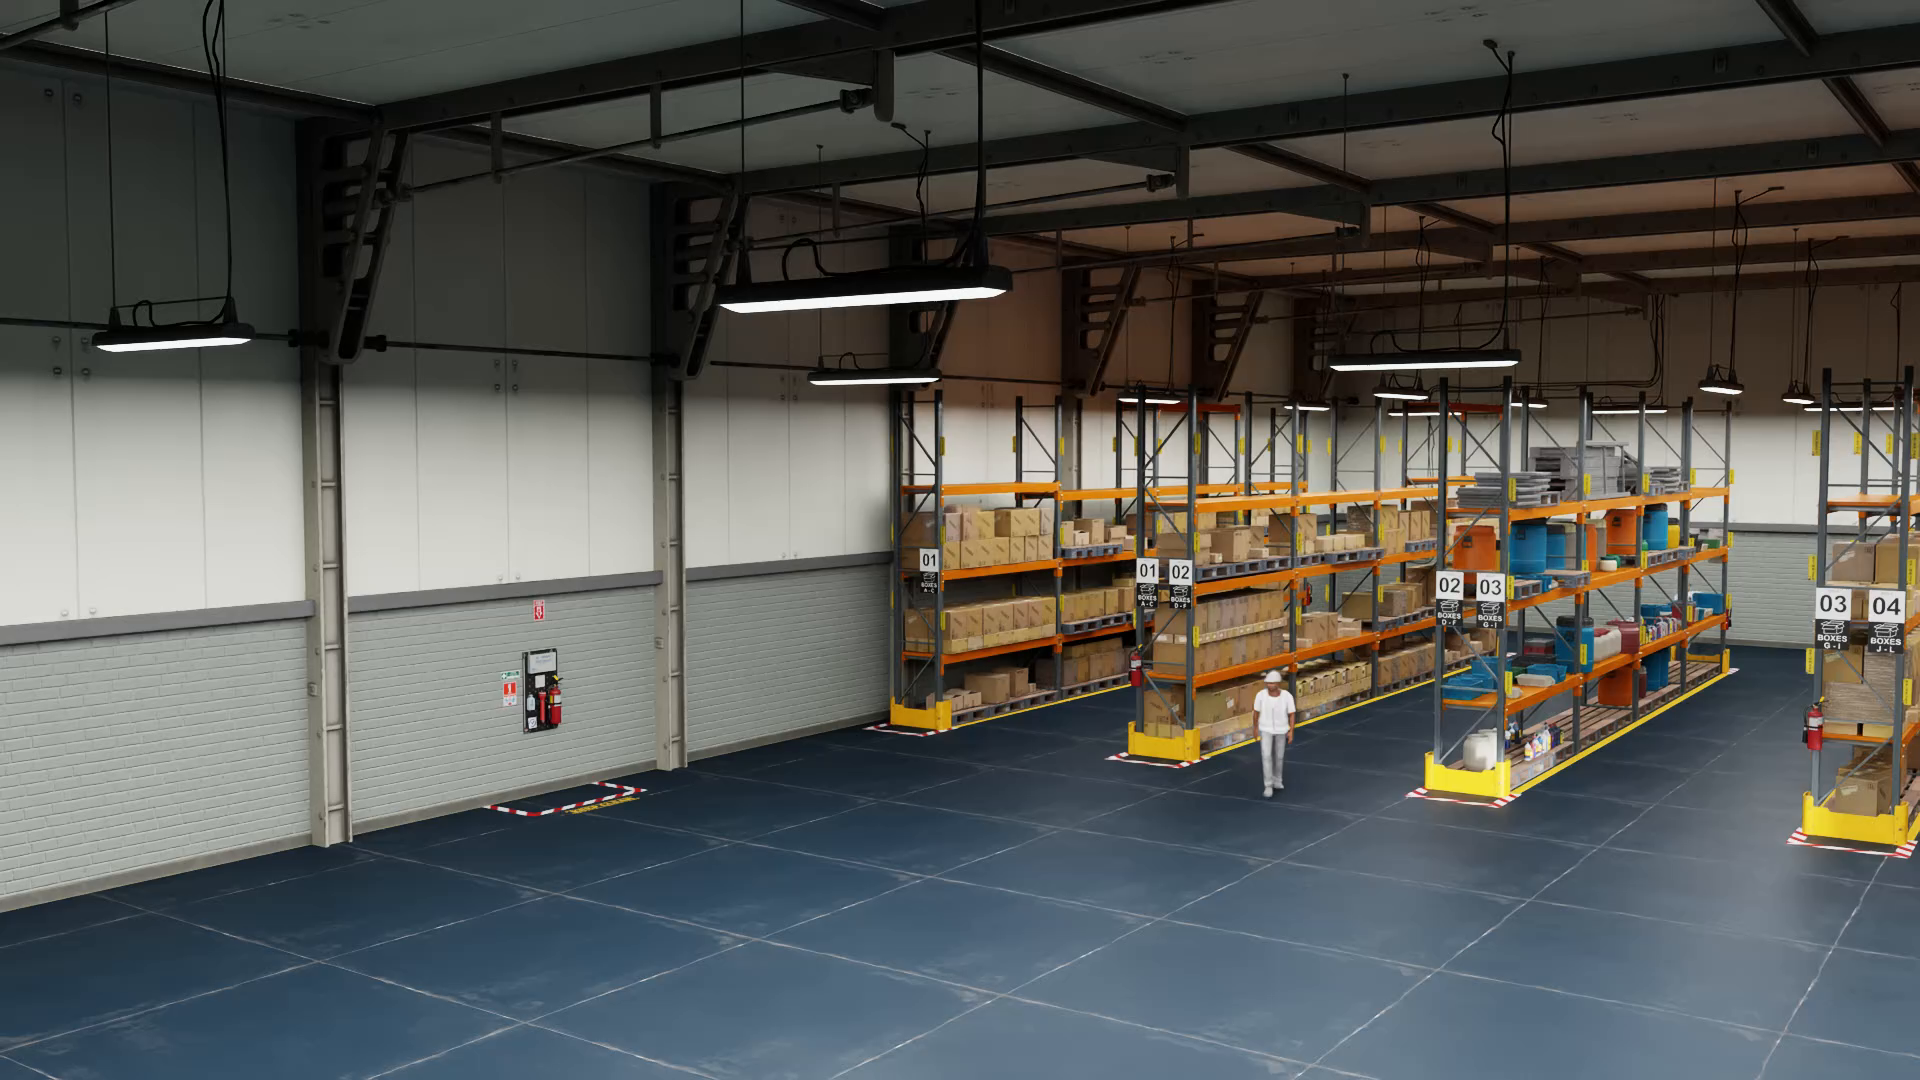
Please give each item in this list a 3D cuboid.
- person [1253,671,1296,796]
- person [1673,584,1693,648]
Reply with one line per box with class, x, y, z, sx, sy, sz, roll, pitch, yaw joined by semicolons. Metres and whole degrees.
person;4.519;2.760;23.935;0.603;1.736;0.870;1;3;12
person;17.487;1.866;40.163;0.596;1.709;1.103;3;4;44
